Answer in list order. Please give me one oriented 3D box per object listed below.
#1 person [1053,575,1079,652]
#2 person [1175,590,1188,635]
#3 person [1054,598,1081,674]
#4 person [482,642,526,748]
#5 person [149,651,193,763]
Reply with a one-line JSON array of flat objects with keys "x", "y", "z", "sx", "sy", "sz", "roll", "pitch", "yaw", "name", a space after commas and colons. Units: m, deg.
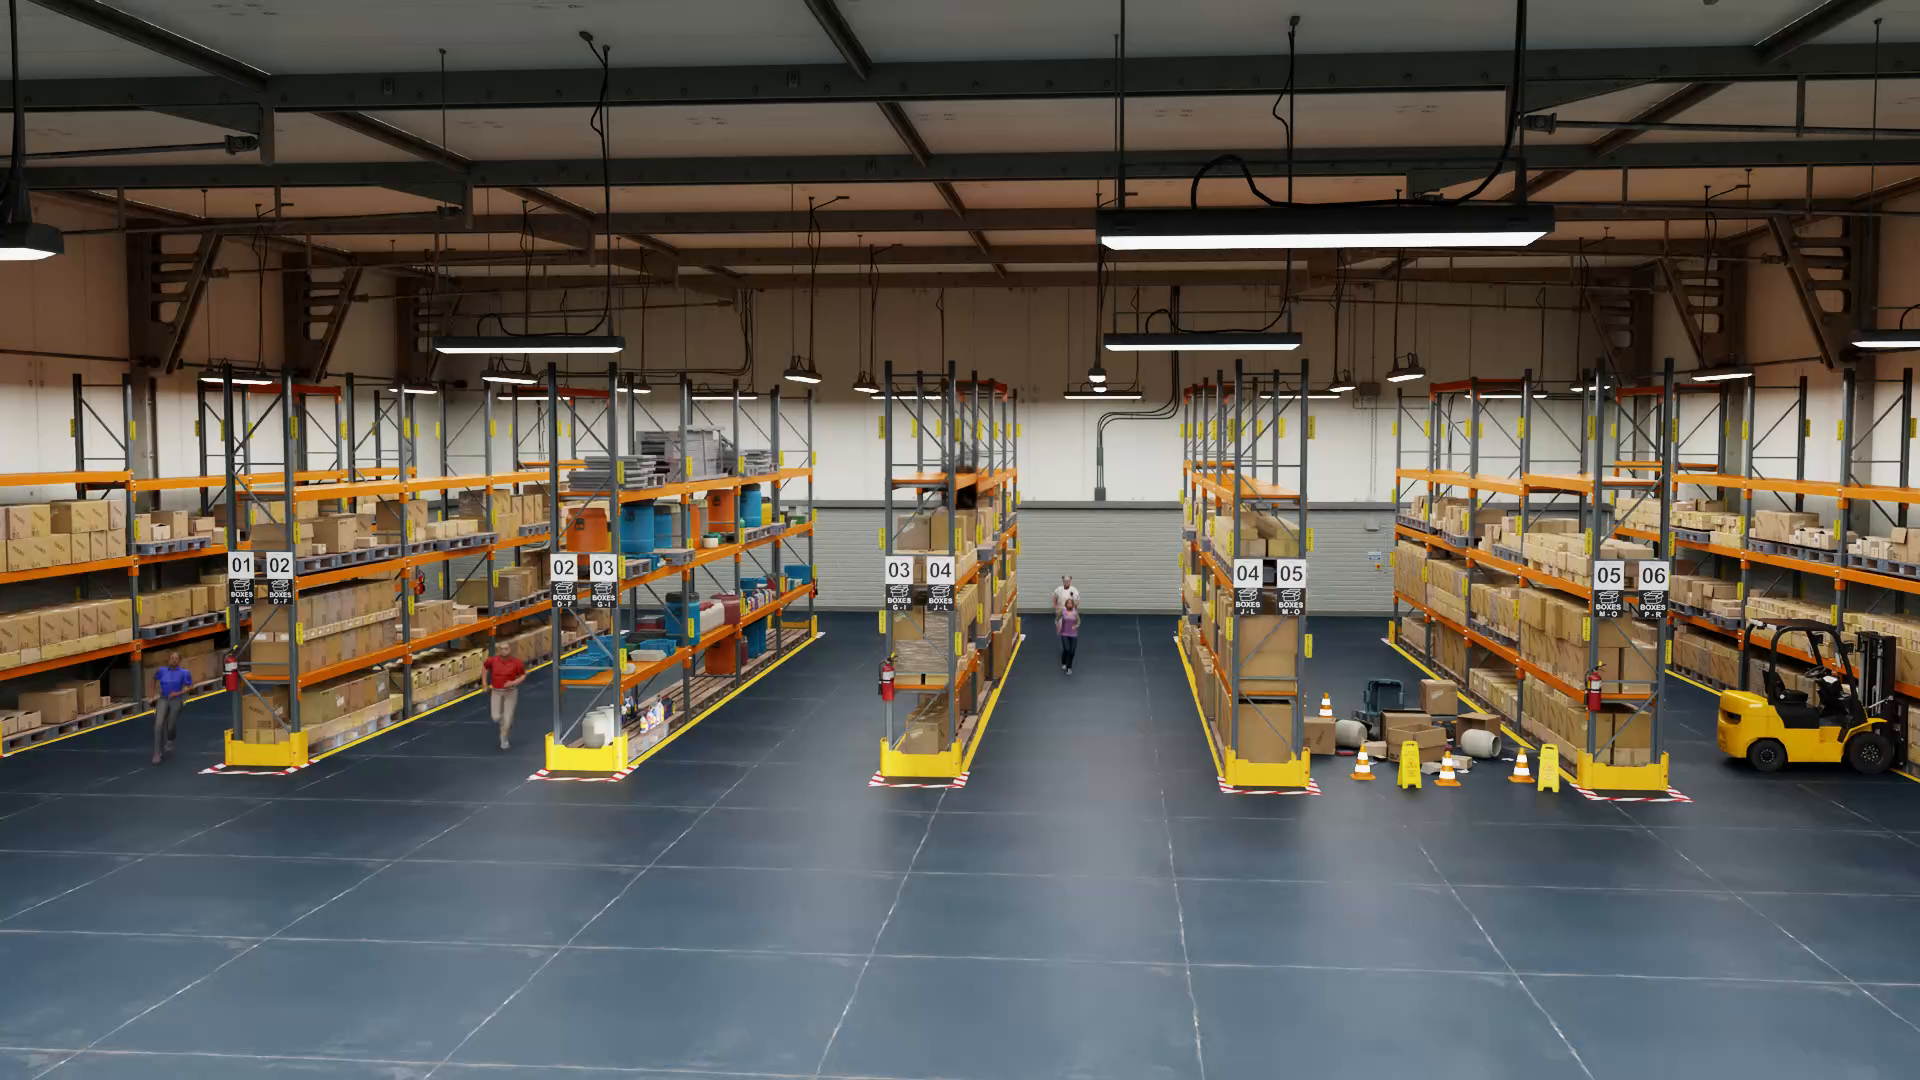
[{"x": 2.411, "y": 1.662, "z": 37.726, "sx": 0.580, "sy": 1.768, "sz": 0.807, "roll": 0, "pitch": 4, "yaw": -1, "name": "person"}, {"x": 5.692, "y": 1.453, "z": 40.652, "sx": 0.809, "sy": 1.805, "sz": 0.741, "roll": -1, "pitch": 4, "yaw": -9, "name": "person"}, {"x": 2.219, "y": 1.972, "z": 33.992, "sx": 0.513, "sy": 1.563, "sz": 0.605, "roll": 0, "pitch": 4, "yaw": -7, "name": "person"}, {"x": -7.211, "y": 2.450, "z": 26.225, "sx": 0.706, "sy": 1.680, "sz": 0.667, "roll": 0, "pitch": 4, "yaw": -7, "name": "person"}, {"x": -12.059, "y": 2.535, "z": 25.447, "sx": 0.618, "sy": 1.673, "sz": 0.836, "roll": -1, "pitch": 4, "yaw": -16, "name": "person"}]
